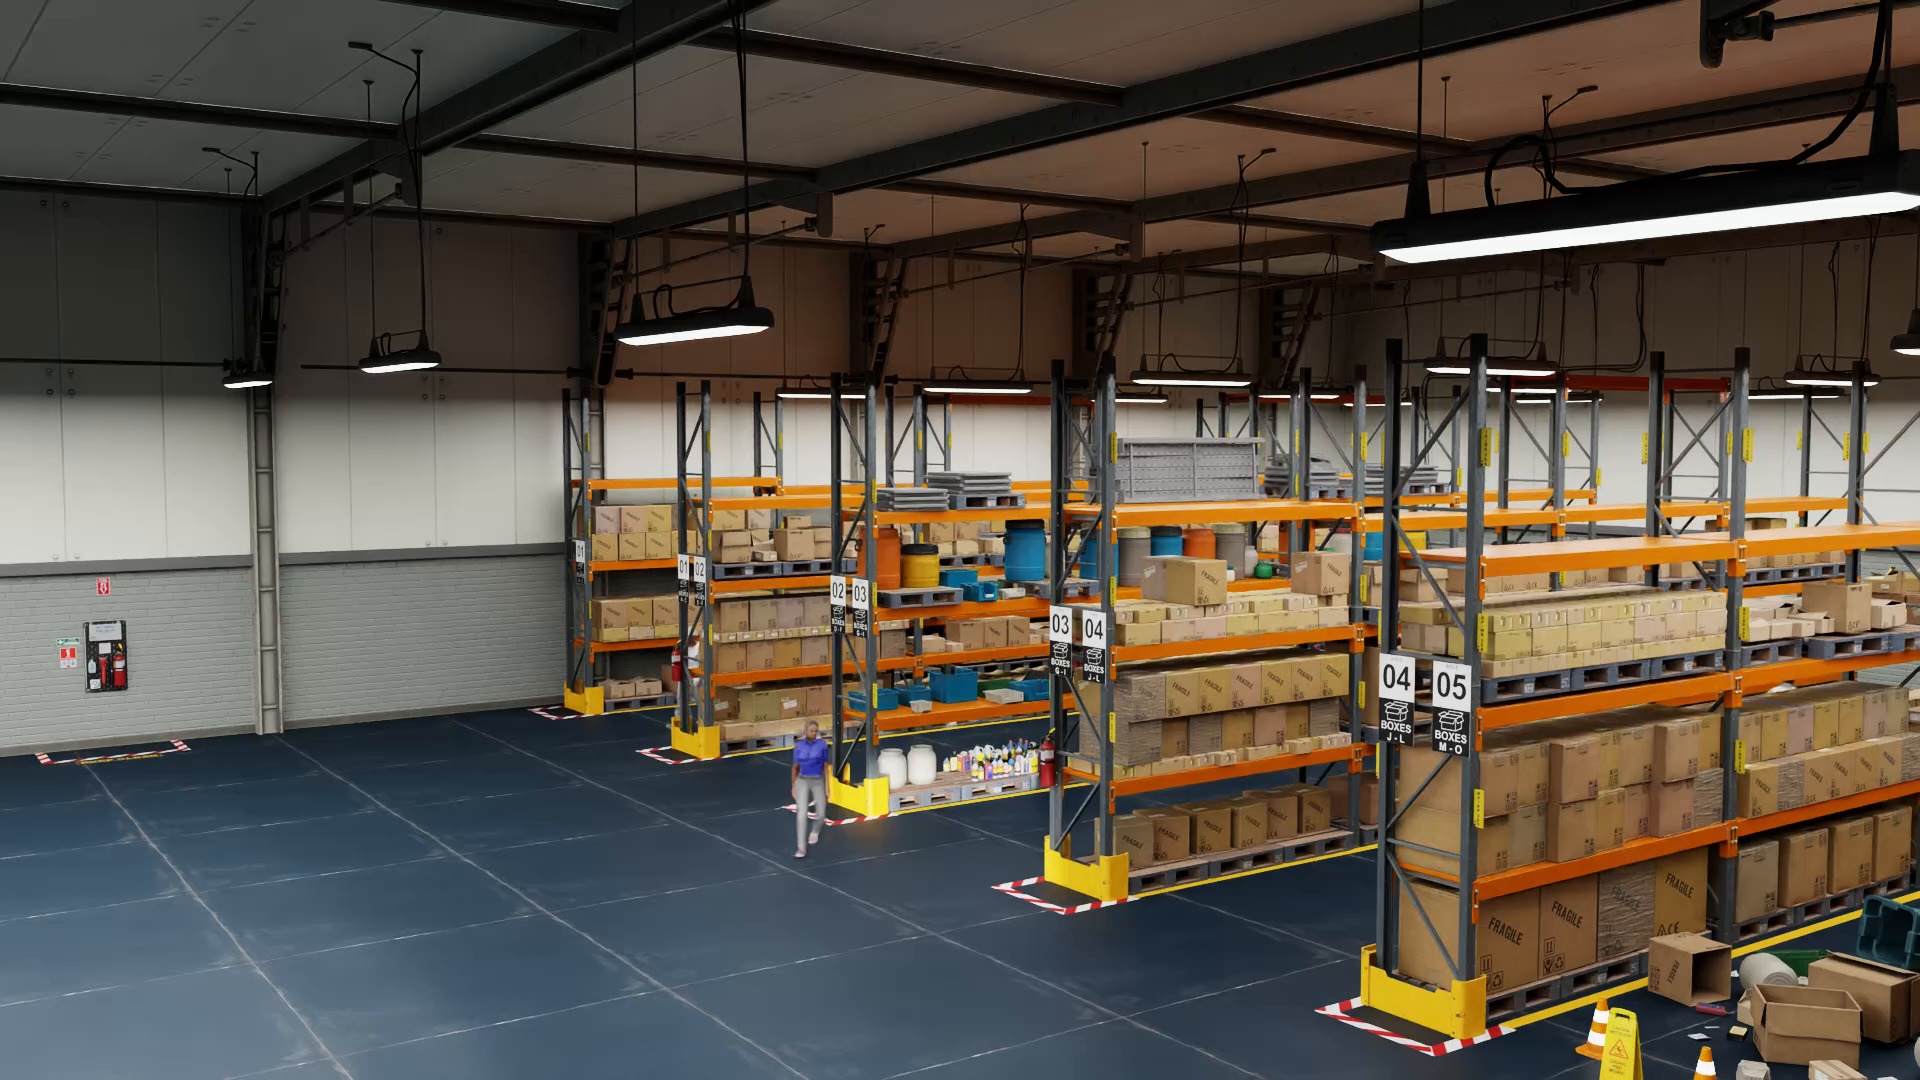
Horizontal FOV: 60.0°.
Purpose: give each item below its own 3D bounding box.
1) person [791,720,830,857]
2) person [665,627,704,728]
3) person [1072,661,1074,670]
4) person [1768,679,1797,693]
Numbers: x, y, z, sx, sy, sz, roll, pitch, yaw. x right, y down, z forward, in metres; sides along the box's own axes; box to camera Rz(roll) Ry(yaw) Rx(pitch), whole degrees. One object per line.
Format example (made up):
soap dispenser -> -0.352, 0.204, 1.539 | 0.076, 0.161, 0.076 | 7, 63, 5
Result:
person -> -1.847, 3.027, 20.528 | 0.467, 1.629, 0.714 | -1, 4, -12
person -> -4.731, 2.395, 29.181 | 0.576, 1.736, 0.944 | 1, 4, 19
person -> 2.094, 2.122, 34.287 | 1.099, 1.659, 0.566 | -3, 5, -38
person -> 12.022, 2.739, 24.169 | 0.613, 1.808, 0.424 | 2, 4, 32
